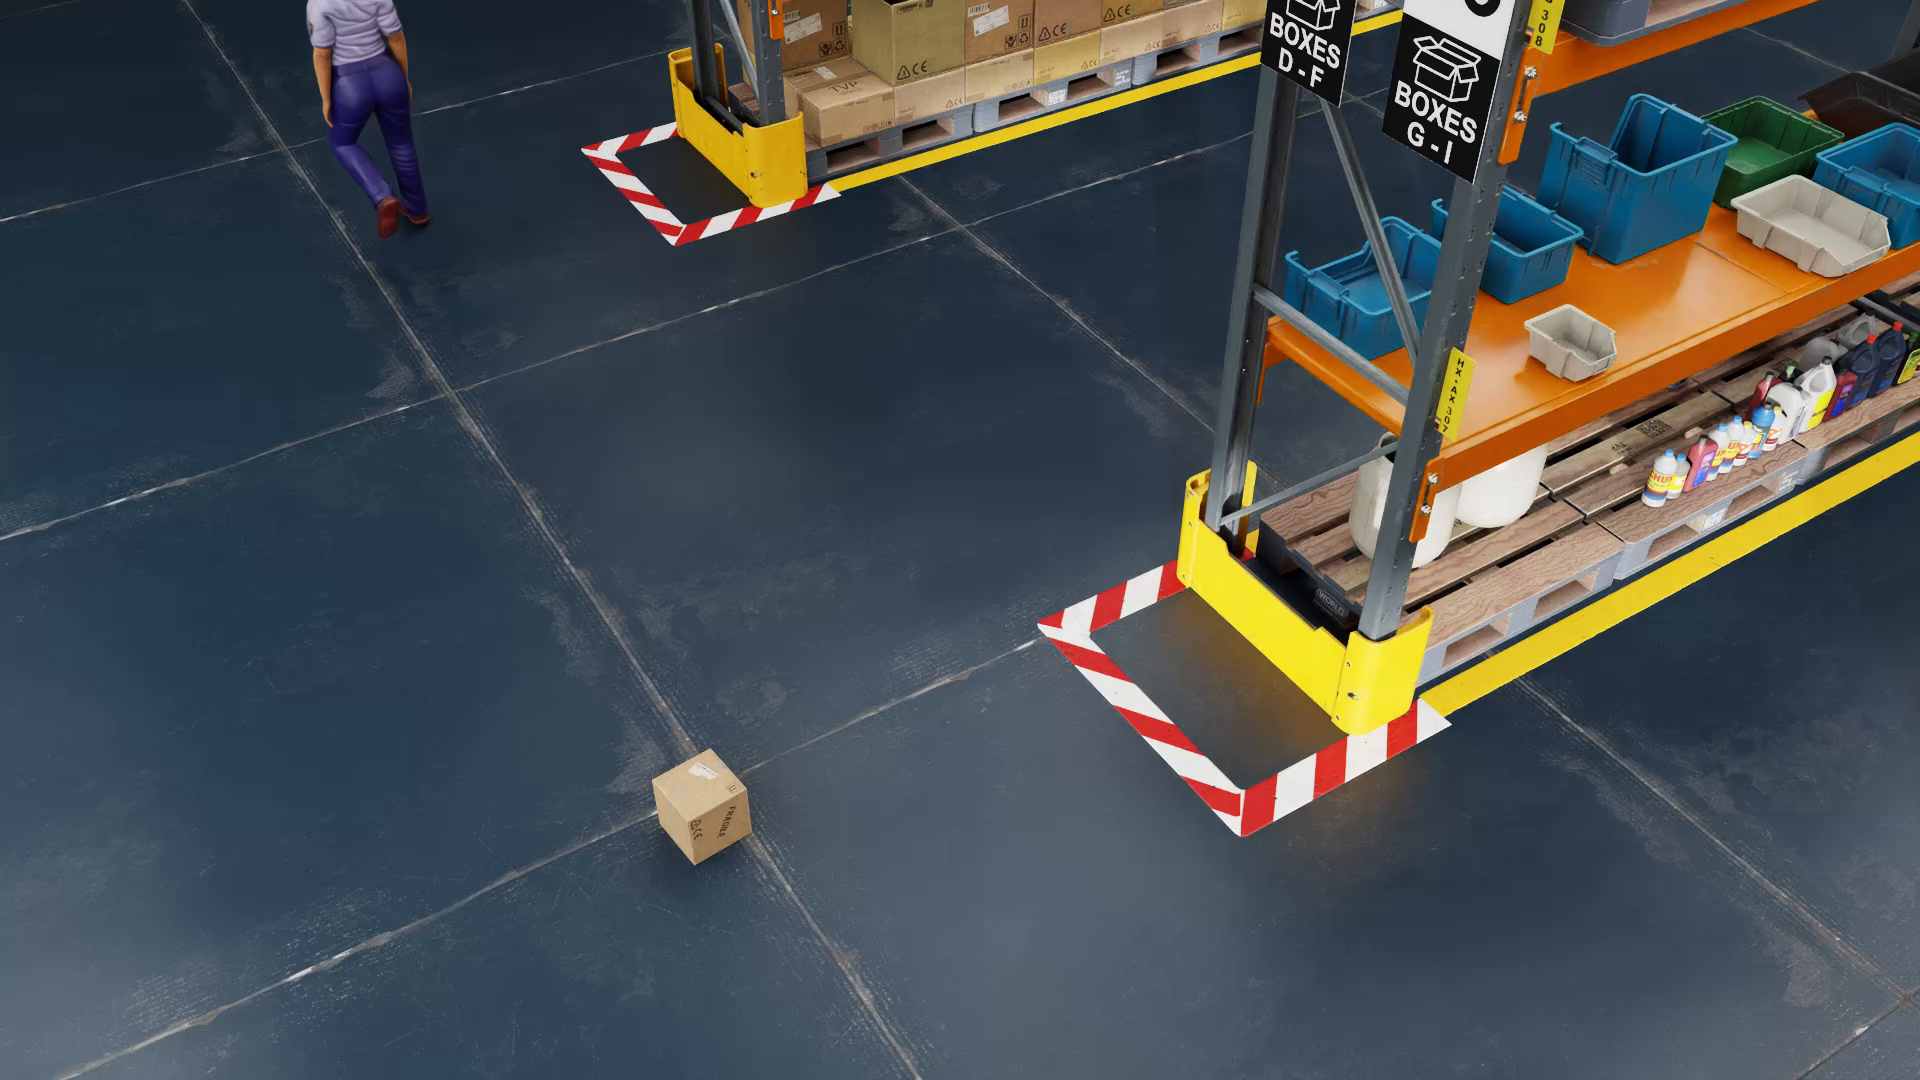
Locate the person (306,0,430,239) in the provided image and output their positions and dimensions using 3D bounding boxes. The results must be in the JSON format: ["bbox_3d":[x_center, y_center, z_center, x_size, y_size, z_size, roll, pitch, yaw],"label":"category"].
[{"bbox_3d":[-3.162,-2.393,8.881,0.519,1.647,0.495,-24,47,-25],"label":"person"}]
